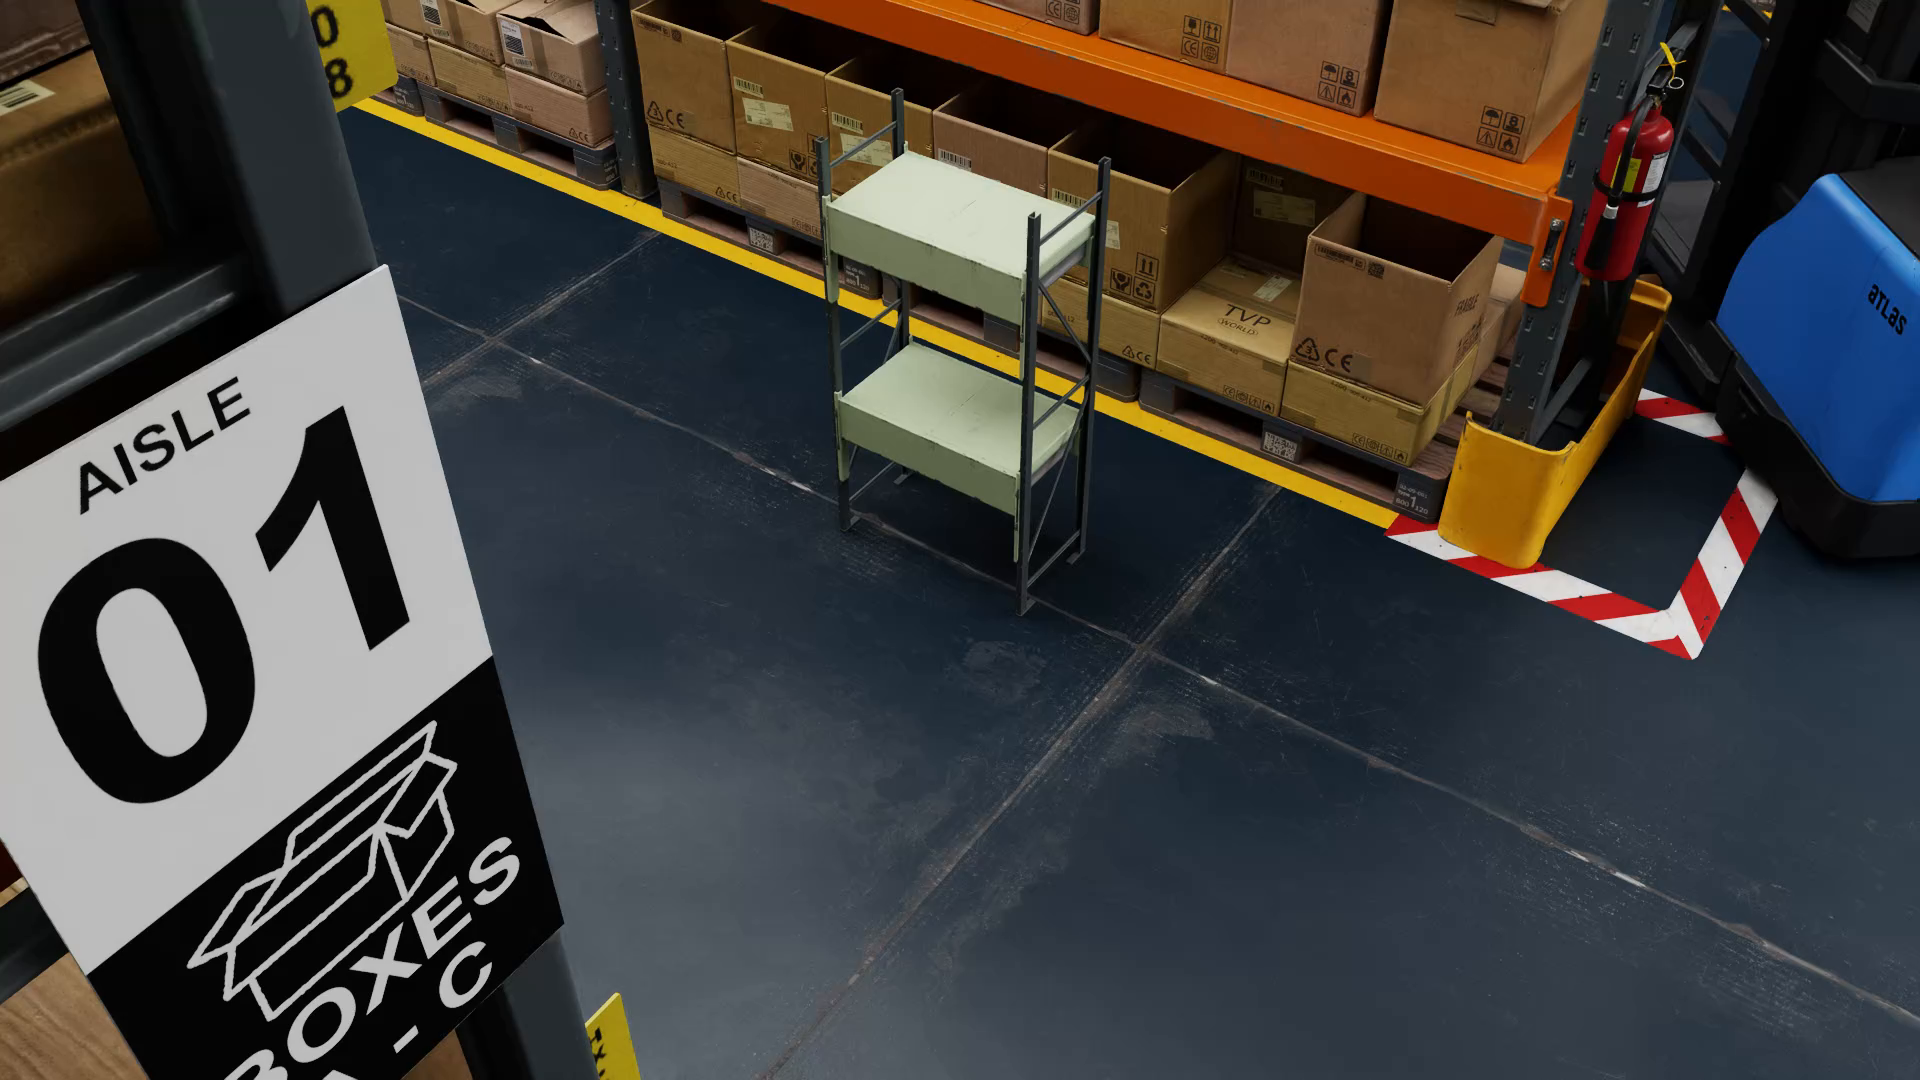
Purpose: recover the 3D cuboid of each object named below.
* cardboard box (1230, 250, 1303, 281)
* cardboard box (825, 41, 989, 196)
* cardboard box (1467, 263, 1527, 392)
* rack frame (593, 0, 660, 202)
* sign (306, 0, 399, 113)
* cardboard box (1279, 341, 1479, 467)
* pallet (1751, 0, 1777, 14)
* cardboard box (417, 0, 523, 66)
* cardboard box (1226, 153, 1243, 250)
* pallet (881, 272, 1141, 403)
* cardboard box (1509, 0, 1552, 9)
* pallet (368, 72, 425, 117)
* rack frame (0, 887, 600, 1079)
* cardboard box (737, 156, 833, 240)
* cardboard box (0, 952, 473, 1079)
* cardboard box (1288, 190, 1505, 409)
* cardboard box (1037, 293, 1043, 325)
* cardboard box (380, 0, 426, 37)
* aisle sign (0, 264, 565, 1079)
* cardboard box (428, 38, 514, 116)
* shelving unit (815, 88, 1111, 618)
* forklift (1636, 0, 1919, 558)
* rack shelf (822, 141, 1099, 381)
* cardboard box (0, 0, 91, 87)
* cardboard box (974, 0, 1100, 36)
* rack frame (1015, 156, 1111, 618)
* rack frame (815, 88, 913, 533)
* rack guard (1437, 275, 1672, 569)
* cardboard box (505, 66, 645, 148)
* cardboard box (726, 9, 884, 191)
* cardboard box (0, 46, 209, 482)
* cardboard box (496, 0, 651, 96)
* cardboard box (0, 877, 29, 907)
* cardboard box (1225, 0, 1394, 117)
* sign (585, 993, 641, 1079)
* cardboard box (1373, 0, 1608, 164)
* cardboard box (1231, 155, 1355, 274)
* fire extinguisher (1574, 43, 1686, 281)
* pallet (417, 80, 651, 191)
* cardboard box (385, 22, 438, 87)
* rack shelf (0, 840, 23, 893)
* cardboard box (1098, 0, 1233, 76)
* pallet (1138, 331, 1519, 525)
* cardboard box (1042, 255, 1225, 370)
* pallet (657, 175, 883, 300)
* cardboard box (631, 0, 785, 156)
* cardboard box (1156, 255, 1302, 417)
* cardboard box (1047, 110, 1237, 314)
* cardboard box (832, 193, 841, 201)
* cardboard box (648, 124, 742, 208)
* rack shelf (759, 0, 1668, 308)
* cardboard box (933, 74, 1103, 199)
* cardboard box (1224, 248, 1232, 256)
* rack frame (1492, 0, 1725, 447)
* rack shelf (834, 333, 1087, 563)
[{"bbox_3d":[1.368,-1.043,6.413,0.500,0.250,0.500,25,48,25],"label":"cardboard box"},{"bbox_3d":[-0.166,-1.606,6.480,0.500,0.500,0.500,25,48,25],"label":"cardboard box"},{"bbox_3d":[1.779,-0.853,6.201,0.500,0.250,0.500,25,48,25],"label":"cardboard box"},{"bbox_3d":[-1.184,-2.926,6.771,0.127,3.000,1.000,25,48,25],"label":"rack frame"},{"bbox_3d":[-0.439,-0.429,1.075,0.005,0.325,0.100,25,48,25],"label":"sign"},{"bbox_3d":[1.482,-0.571,5.885,0.500,0.250,0.500,25,48,25],"label":"cardboard box"},{"bbox_3d":[4.187,-3.376,9.364,1.213,0.211,1.003,25,48,25],"label":"pallet"},{"bbox_3d":[-2.110,-2.461,7.578,0.500,0.311,0.500,26,48,26],"label":"cardboard box"},{"bbox_3d":[0.952,-1.508,6.370,0.500,0.500,0.500,25,48,25],"label":"cardboard box"},{"bbox_3d":[0.446,-1.093,6.813,1.213,0.211,1.003,25,48,25],"label":"pallet"},{"bbox_3d":[1.668,-1.716,4.857,0.250,0.149,0.380,24,47,25],"label":"cardboard box"},{"bbox_3d":[-2.813,-2.615,8.514,1.213,0.211,1.003,25,48,25],"label":"pallet"},{"bbox_3d":[-0.751,1.311,2.035,0.127,3.000,1.000,25,48,25],"label":"rack frame"},{"bbox_3d":[-0.572,-1.521,6.947,0.500,0.250,0.500,25,48,25],"label":"cardboard box"},{"bbox_3d":[-0.969,0.733,2.216,0.500,0.500,0.500,25,48,25],"label":"cardboard box"},{"bbox_3d":[1.481,-0.849,5.634,0.500,0.500,0.500,25,48,25],"label":"cardboard box"},{"bbox_3d":[0.247,-1.138,6.520,0.500,0.250,0.500,25,48,25],"label":"cardboard box"},{"bbox_3d":[-2.517,-2.654,7.793,0.500,0.311,0.500,25,47,25],"label":"cardboard box"},{"bbox_3d":[-0.519,0.206,1.321,0.004,0.787,0.394,25,48,25],"label":"aisle sign"},{"bbox_3d":[-2.103,-2.253,7.766,0.500,0.250,0.500,24,47,25],"label":"cardboard box"},{"bbox_3d":[0.005,-0.556,5.247,0.755,1.500,0.431,25,48,25],"label":"shelving unit"},{"bbox_3d":[3.283,-2.007,5.794,1.130,2.935,3.031,-3,42,-4],"label":"forklift"},{"bbox_3d":[0.005,-0.847,4.987,0.720,0.370,0.431,25,48,25],"label":"rack shelf"},{"bbox_3d":[-0.927,-0.504,0.975,0.500,0.500,0.500,22,46,22],"label":"cardboard box"},{"bbox_3d":[0.447,-2.209,5.894,0.500,0.500,0.700,27,48,27],"label":"cardboard box"},{"bbox_3d":[0.305,-0.416,5.090,0.023,1.500,0.400,25,48,25],"label":"rack frame"},{"bbox_3d":[-0.294,-0.697,5.404,0.023,1.500,0.400,25,48,25],"label":"rack frame"},{"bbox_3d":[2.110,-0.454,5.883,0.348,0.500,1.175,25,48,25],"label":"rack guard"},{"bbox_3d":[-1.690,-2.059,7.548,0.500,0.250,0.500,25,47,25],"label":"cardboard box"},{"bbox_3d":[-0.571,-1.802,6.699,0.500,0.500,0.500,25,48,25],"label":"cardboard box"},{"bbox_3d":[-0.881,-0.116,1.291,0.500,0.500,0.500,26,48,26],"label":"cardboard box"},{"bbox_3d":[-1.680,-2.266,7.359,0.500,0.311,0.500,25,48,25],"label":"cardboard box"},{"bbox_3d":[-1.368,0.539,2.434,0.500,0.500,0.500,25,48,25],"label":"cardboard box"},{"bbox_3d":[1.283,-1.816,5.455,0.500,0.500,0.700,26,48,26],"label":"cardboard box"},{"bbox_3d":[-0.439,0.692,2.078,0.005,0.325,0.100,25,48,25],"label":"sign"},{"bbox_3d":[1.716,-1.618,5.233,0.500,0.500,0.700,25,48,25],"label":"cardboard box"},{"bbox_3d":[1.369,-1.323,6.164,0.500,0.500,0.500,25,48,25],"label":"cardboard box"},{"bbox_3d":[1.921,-1.067,4.751,0.183,0.674,0.296,25,48,25],"label":"fire extinguisher"},{"bbox_3d":[-1.810,-2.148,7.992,1.213,0.211,1.003,25,48,25],"label":"pallet"},{"bbox_3d":[-2.522,-2.449,7.984,0.500,0.250,0.500,26,48,26],"label":"cardboard box"},{"bbox_3d":[-2.388,-0.304,2.131,4.000,0.370,1.077,25,48,25],"label":"rack shelf"},{"bbox_3d":[0.880,-2.009,5.671,0.500,0.500,0.700,25,48,26],"label":"cardboard box"},{"bbox_3d":[1.440,-0.626,6.291,1.213,0.211,1.003,25,48,25],"label":"pallet"},{"bbox_3d":[0.655,-0.946,6.305,0.500,0.250,0.500,25,48,25],"label":"cardboard box"},{"bbox_3d":[-0.557,-1.560,7.335,1.213,0.211,1.003,25,48,25],"label":"pallet"},{"bbox_3d":[-0.984,-1.989,6.908,0.500,0.500,0.500,25,48,25],"label":"cardboard box"},{"bbox_3d":[1.066,-0.755,6.092,0.500,0.250,0.500,25,48,25],"label":"cardboard box"},{"bbox_3d":[0.654,-1.224,6.053,0.500,0.500,0.500,25,48,25],"label":"cardboard box"},{"bbox_3d":[-0.166,-1.327,6.730,0.500,0.250,0.500,25,48,25],"label":"cardboard box"},{"bbox_3d":[-0.979,-1.715,7.164,0.500,0.250,0.500,25,48,25],"label":"cardboard box"},{"bbox_3d":[0.453,-1.892,6.155,4.000,0.370,1.077,25,48,25],"label":"rack shelf"},{"bbox_3d":[0.245,-1.416,6.268,0.500,0.500,0.500,25,48,25],"label":"cardboard box"},{"bbox_3d":[0.959,-1.234,6.627,0.500,0.250,0.500,25,48,25],"label":"cardboard box"},{"bbox_3d":[2.091,-1.395,5.059,0.127,3.000,1.000,25,48,25],"label":"rack frame"},{"bbox_3d":[0.005,-0.313,5.464,0.720,0.370,0.431,25,48,25],"label":"rack shelf"}]
